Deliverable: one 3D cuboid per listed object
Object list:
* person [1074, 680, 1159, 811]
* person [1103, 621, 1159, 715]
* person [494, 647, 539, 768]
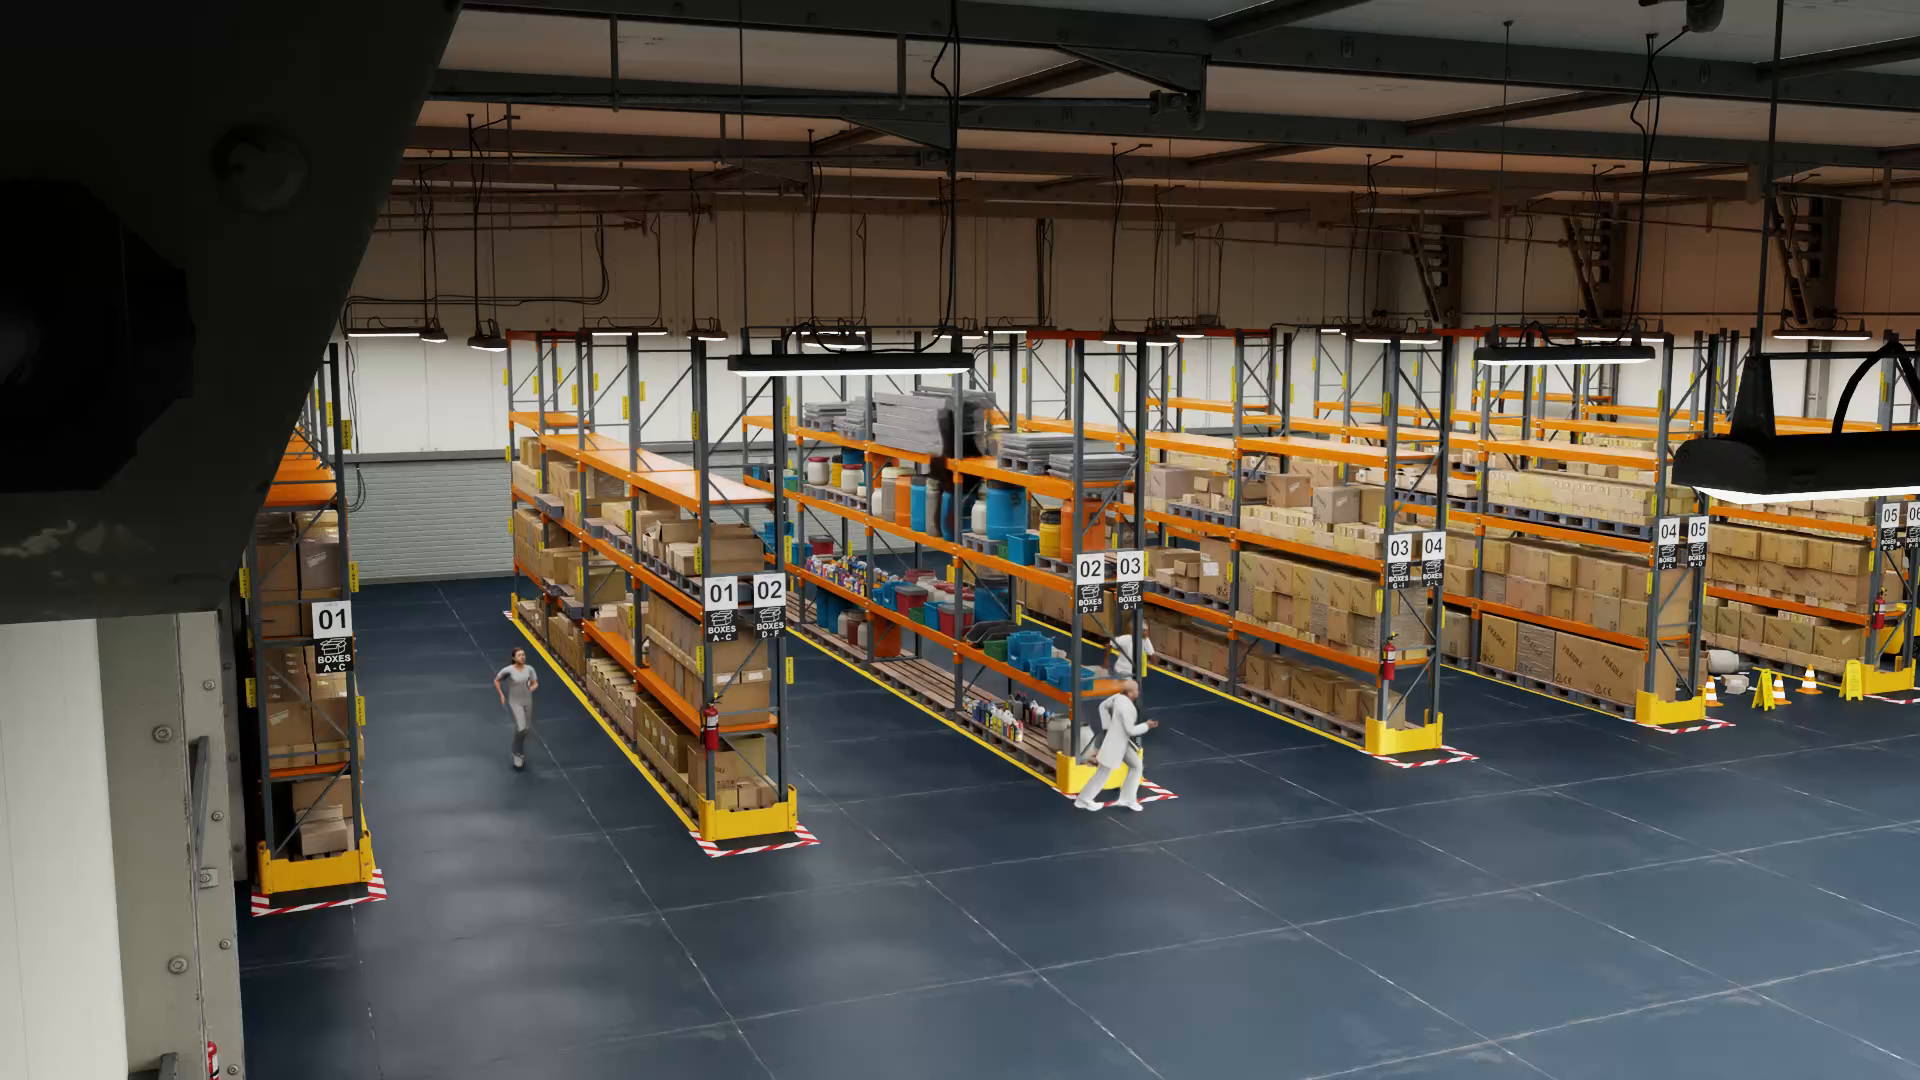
[{"bbox_3d":[1.975,2.614,20.982,1.056,1.734,0.627,1,8,8],"label":"person"},{"bbox_3d":[2.621,2.015,25.621,0.721,1.629,1.009,-6,10,-39],"label":"person"},{"bbox_3d":[-6.188,2.347,23.360,0.550,1.667,0.699,-6,10,-38],"label":"person"}]
